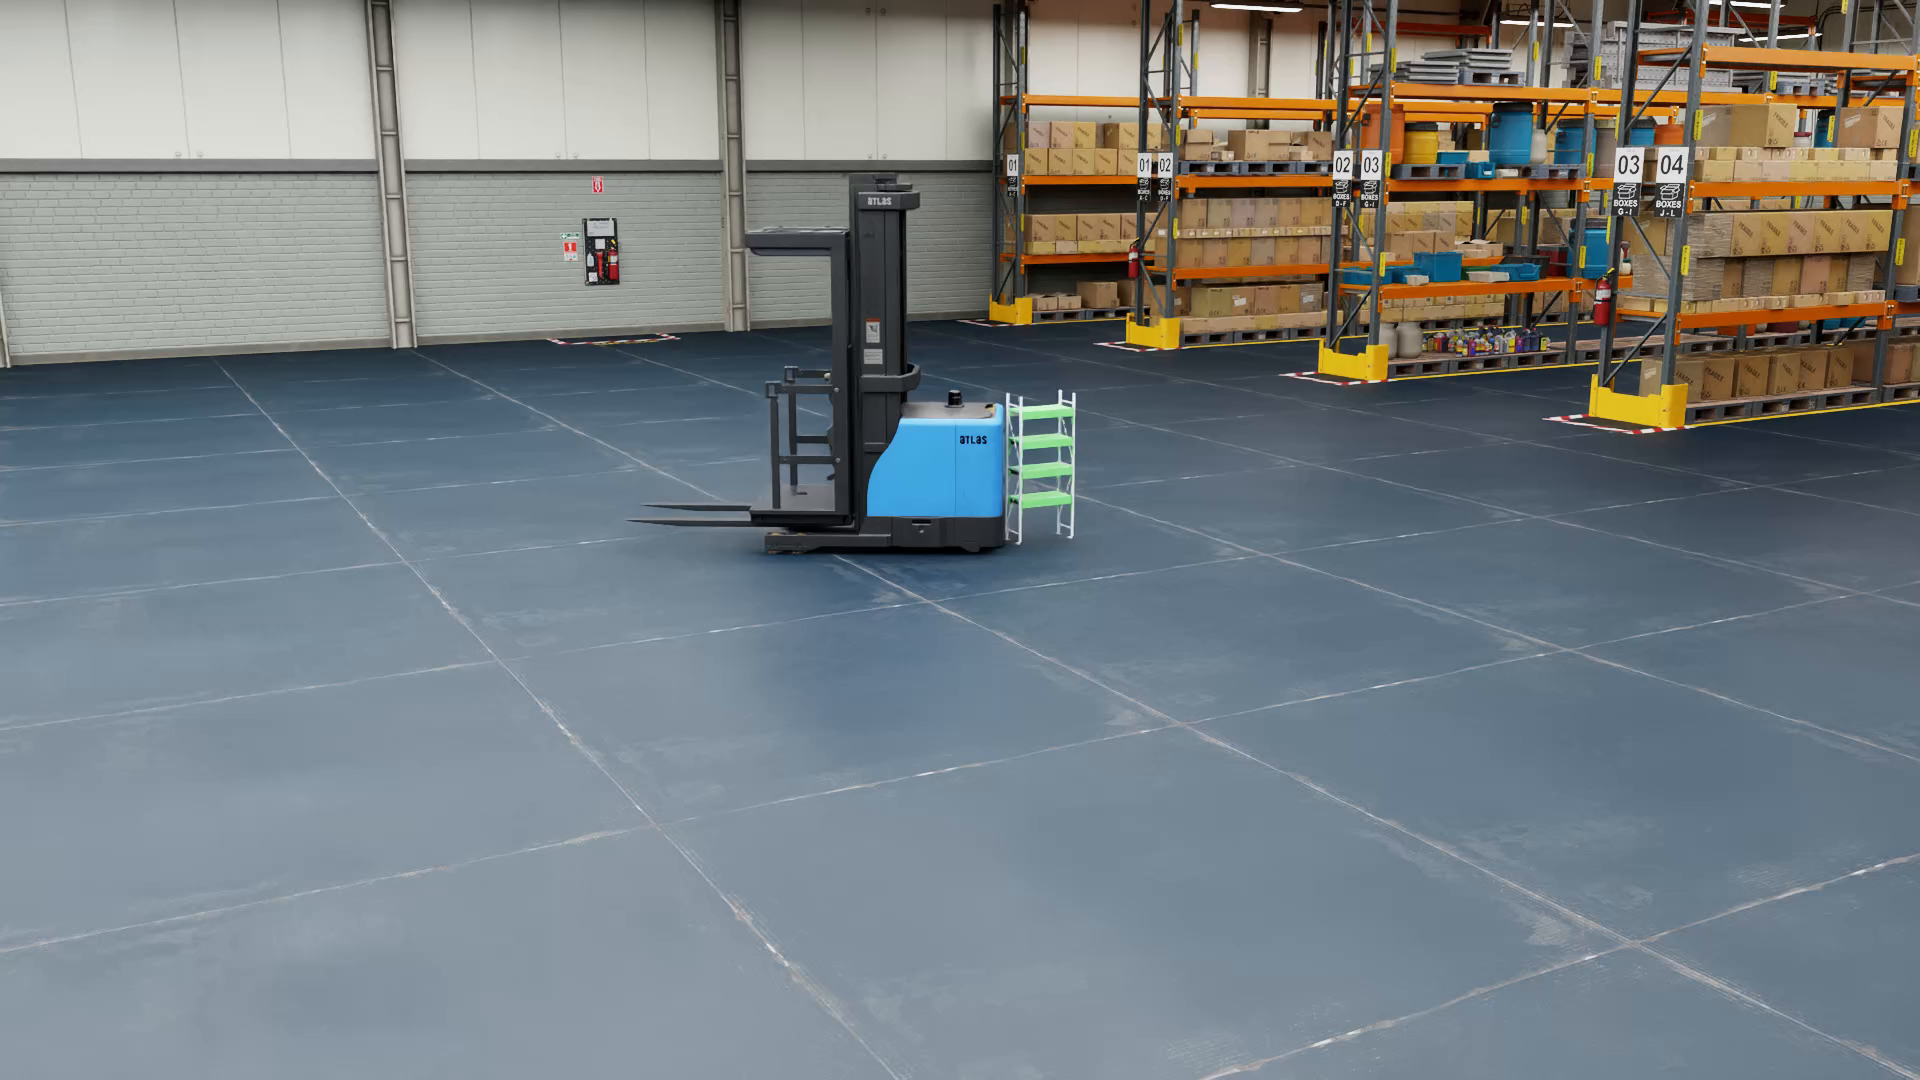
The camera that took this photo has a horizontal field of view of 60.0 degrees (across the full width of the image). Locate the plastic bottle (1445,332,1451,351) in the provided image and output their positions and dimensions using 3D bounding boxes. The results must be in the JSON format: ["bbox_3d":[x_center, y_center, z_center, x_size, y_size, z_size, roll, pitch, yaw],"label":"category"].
[{"bbox_3d":[7.430,-3.041,25.491,0.135,0.276,0.152,-7,15,-29],"label":"plastic bottle"}]

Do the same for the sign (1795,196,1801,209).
[{"bbox_3d":[17.594,-7.090,34.923,0.005,0.325,0.100,-7,14,-28],"label":"sign"}]

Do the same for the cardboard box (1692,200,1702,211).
[{"bbox_3d":[14.836,-6.645,33.800,0.500,0.500,0.500,-7,15,-30],"label":"cardboard box"}]

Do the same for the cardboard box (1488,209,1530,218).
[{"bbox_3d":[12.585,-7.289,38.483,0.700,0.700,0.980,-7,15,-29],"label":"cardboard box"}]

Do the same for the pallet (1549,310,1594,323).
[{"bbox_3d":[12.067,-4.476,33.019,1.213,0.211,1.003,-7,14,-28],"label":"pallet"}]

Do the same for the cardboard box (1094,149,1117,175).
[{"bbox_3d":[2.741,-7.425,32.665,0.500,0.500,0.500,-6,14,-24],"label":"cardboard box"}]

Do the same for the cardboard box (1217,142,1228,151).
[{"bbox_3d":[4.674,-6.720,28.733,0.500,0.311,0.500,-5,14,-21],"label":"cardboard box"}]

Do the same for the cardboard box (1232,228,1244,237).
[{"bbox_3d":[4.655,-5.270,28.491,0.250,0.149,0.380,-7,15,-30],"label":"cardboard box"}]

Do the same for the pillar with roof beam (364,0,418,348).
[{"bbox_3d":[-7.345,-6.826,23.444,0.400,9.000,9.100,-7,14,-28],"label":"pillar with roof beam"}]

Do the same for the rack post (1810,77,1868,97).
[{"bbox_3d":[14.489,-7.549,27.797,0.954,0.300,0.937,-5,14,-22],"label":"rack post"}]

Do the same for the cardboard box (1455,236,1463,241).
[{"bbox_3d":[11.087,-6.779,37.426,0.250,0.149,0.380,-7,14,-27],"label":"cardboard box"}]

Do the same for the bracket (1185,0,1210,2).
[{"bbox_3d":[3.921,-10.920,33.439,4.783,0.066,0.076,-7,14,-28],"label":"bracket"}]

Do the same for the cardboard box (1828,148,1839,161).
[{"bbox_3d":[10.461,-4.702,20.273,0.250,0.149,0.380,-6,14,-26],"label":"cardboard box"}]

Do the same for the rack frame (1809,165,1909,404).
[{"bbox_3d":[11.556,-3.308,21.475,0.127,3.000,1.000,-7,14,-28],"label":"rack frame"}]

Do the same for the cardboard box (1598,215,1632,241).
[{"bbox_3d":[13.312,-6.306,33.613,0.700,0.500,0.500,11,17,41],"label":"cardboard box"}]

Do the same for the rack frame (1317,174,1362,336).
[{"bbox_3d":[6.813,-5.217,29.960,0.127,3.000,1.000,-7,14,-28],"label":"rack frame"}]

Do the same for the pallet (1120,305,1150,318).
[{"bbox_3d":[3.864,-4.734,34.162,1.213,0.211,1.003,-7,14,-28],"label":"pallet"}]

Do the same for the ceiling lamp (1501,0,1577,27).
[{"bbox_3d":[12.070,-12.159,33.847,2.000,3.185,0.800,-7,14,-28],"label":"ceiling lamp"}]

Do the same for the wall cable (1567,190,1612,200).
[{"bbox_3d":[15.640,-8.247,41.107,1.851,1.984,0.084,-7,14,-28],"label":"wall cable"}]

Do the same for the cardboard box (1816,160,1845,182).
[{"bbox_3d":[10.373,-4.492,20.248,0.500,0.250,0.500,-7,14,-28],"label":"cardboard box"}]

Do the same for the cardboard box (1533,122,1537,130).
[{"bbox_3d":[10.710,-7.683,31.578,0.500,0.500,0.500,-7,14,-28],"label":"cardboard box"}]

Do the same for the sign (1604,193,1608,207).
[{"bbox_3d":[15.217,-8.008,39.185,0.005,0.325,0.100,-7,14,-28],"label":"sign"}]

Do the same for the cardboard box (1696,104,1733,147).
[{"bbox_3d":[9.285,-5.000,20.119,0.500,0.500,0.500,-7,14,-28],"label":"cardboard box"}]

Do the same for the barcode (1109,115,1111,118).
[{"bbox_3d":[3.010,-8.498,33.381,0.075,0.075,0.001,-7,14,-28],"label":"barcode"}]

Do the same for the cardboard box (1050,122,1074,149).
[{"bbox_3d":[1.844,-7.797,32.041,0.500,0.500,0.500,-7,14,-29],"label":"cardboard box"}]

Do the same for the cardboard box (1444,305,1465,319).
[{"bbox_3d":[9.085,-4.292,31.154,0.500,0.250,0.500,-6,14,-27],"label":"cardboard box"}]

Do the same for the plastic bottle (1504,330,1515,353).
[{"bbox_3d":[8.304,-3.007,25.171,0.185,0.351,0.144,-7,14,-28],"label":"plastic bottle"}]

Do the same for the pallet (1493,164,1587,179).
[{"bbox_3d":[8.597,-5.539,24.987,1.003,0.211,1.213,-7,14,-28],"label":"pallet"}]

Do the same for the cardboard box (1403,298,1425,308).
[{"bbox_3d":[8.191,-4.456,30.607,0.500,0.311,0.500,-7,15,-30],"label":"cardboard box"}]

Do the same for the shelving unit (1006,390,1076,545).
[{"bbox_3d":[0.653,-0.596,13.526,0.503,1.200,0.258,-6,14,-26],"label":"shelving unit"}]

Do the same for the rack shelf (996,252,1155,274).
[{"bbox_3d":[2.681,-5.610,33.344,4.000,0.370,1.077,-7,14,-28],"label":"rack shelf"}]

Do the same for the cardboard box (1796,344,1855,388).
[{"bbox_3d":[11.186,-2.259,21.551,0.500,0.500,0.500,-7,15,-30],"label":"cardboard box"}]

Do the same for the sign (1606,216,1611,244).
[{"bbox_3d":[7.797,-3.715,19.928,0.005,0.325,0.100,-7,14,-28],"label":"sign"}]

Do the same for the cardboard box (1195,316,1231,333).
[{"bbox_3d":[4.316,-3.727,28.643,0.500,0.250,0.500,-7,14,-28],"label":"cardboard box"}]

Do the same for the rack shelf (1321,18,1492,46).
[{"bbox_3d":[9.702,-11.000,36.060,4.000,0.370,1.077,-7,14,-28],"label":"rack shelf"}]

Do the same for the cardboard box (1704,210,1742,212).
[{"bbox_3d":[9.286,-3.780,20.391,0.500,0.500,0.500,-7,14,-28],"label":"cardboard box"}]

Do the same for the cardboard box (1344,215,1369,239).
[{"bbox_3d":[8.496,-6.798,36.032,0.500,0.500,0.500,-6,14,-26],"label":"cardboard box"}]

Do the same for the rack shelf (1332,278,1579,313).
[{"bbox_3d":[7.428,-3.701,24.861,4.000,0.370,1.077,-7,14,-28],"label":"rack shelf"}]

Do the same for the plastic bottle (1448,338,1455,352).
[{"bbox_3d":[7.506,-2.982,25.401,0.097,0.201,0.097,0,13,0],"label":"plastic bottle"}]

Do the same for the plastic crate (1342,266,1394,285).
[{"bbox_3d":[5.968,-3.879,24.353,0.616,0.251,0.499,-7,14,-28],"label":"plastic crate"}]

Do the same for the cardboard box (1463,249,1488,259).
[{"bbox_3d":[9.667,-5.368,31.200,0.250,0.149,0.380,-7,14,-28],"label":"cardboard box"}]

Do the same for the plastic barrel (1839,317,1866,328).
[{"bbox_3d":[15.719,-4.231,29.401,0.708,0.901,0.600,-7,14,-28],"label":"plastic barrel"}]

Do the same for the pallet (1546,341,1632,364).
[{"bbox_3d":[9.854,-2.992,26.423,1.213,0.211,1.003,-7,14,-28],"label":"pallet"}]

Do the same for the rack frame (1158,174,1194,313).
[{"bbox_3d":[4.436,-6.172,34.200,0.127,3.000,1.000,-7,14,-28],"label":"rack frame"}]

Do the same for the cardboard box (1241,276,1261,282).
[{"bbox_3d":[5.971,-5.357,35.273,0.500,0.500,0.700,-7,14,-27],"label":"cardboard box"}]

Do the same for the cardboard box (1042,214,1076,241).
[{"bbox_3d":[1.927,-6.096,32.451,0.500,0.500,0.500,-7,14,-28],"label":"cardboard box"}]

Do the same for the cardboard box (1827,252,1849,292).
[{"bbox_3d":[10.676,-3.420,21.071,0.500,0.500,0.875,-7,14,-28],"label":"cardboard box"}]

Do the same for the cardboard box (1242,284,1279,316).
[{"bbox_3d":[5.197,-4.197,29.023,0.500,0.500,0.500,-7,14,-28],"label":"cardboard box"}]

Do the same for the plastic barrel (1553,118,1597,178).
[{"bbox_3d":[9.525,-6.066,25.756,0.708,0.901,0.600,-7,14,-28],"label":"plastic barrel"}]

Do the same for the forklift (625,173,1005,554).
[{"bbox_3d":[-1.156,-1.432,13.296,3.031,2.935,1.130,1,13,2],"label":"forklift"}]

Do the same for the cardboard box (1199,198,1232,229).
[{"bbox_3d":[4.223,-5.587,28.419,0.500,0.500,0.700,-7,15,-29],"label":"cardboard box"}]

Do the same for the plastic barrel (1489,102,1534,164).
[{"bbox_3d":[8.258,-6.091,24.912,0.708,0.901,0.600,-7,14,-28],"label":"plastic barrel"}]

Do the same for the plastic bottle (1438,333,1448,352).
[{"bbox_3d":[7.360,-3.009,25.334,0.133,0.283,0.061,-7,14,-28],"label":"plastic bottle"}]

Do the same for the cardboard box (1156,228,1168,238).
[{"bbox_3d":[3.546,-5.239,28.350,0.250,0.149,0.380,-7,15,-29],"label":"cardboard box"}]

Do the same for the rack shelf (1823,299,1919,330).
[{"bbox_3d":[13.312,-3.167,22.489,4.000,0.370,1.077,-7,14,-28],"label":"rack shelf"}]

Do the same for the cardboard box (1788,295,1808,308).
[{"bbox_3d":[10.185,-2.951,20.462,0.250,0.149,0.380,-7,14,-28],"label":"cardboard box"}]
